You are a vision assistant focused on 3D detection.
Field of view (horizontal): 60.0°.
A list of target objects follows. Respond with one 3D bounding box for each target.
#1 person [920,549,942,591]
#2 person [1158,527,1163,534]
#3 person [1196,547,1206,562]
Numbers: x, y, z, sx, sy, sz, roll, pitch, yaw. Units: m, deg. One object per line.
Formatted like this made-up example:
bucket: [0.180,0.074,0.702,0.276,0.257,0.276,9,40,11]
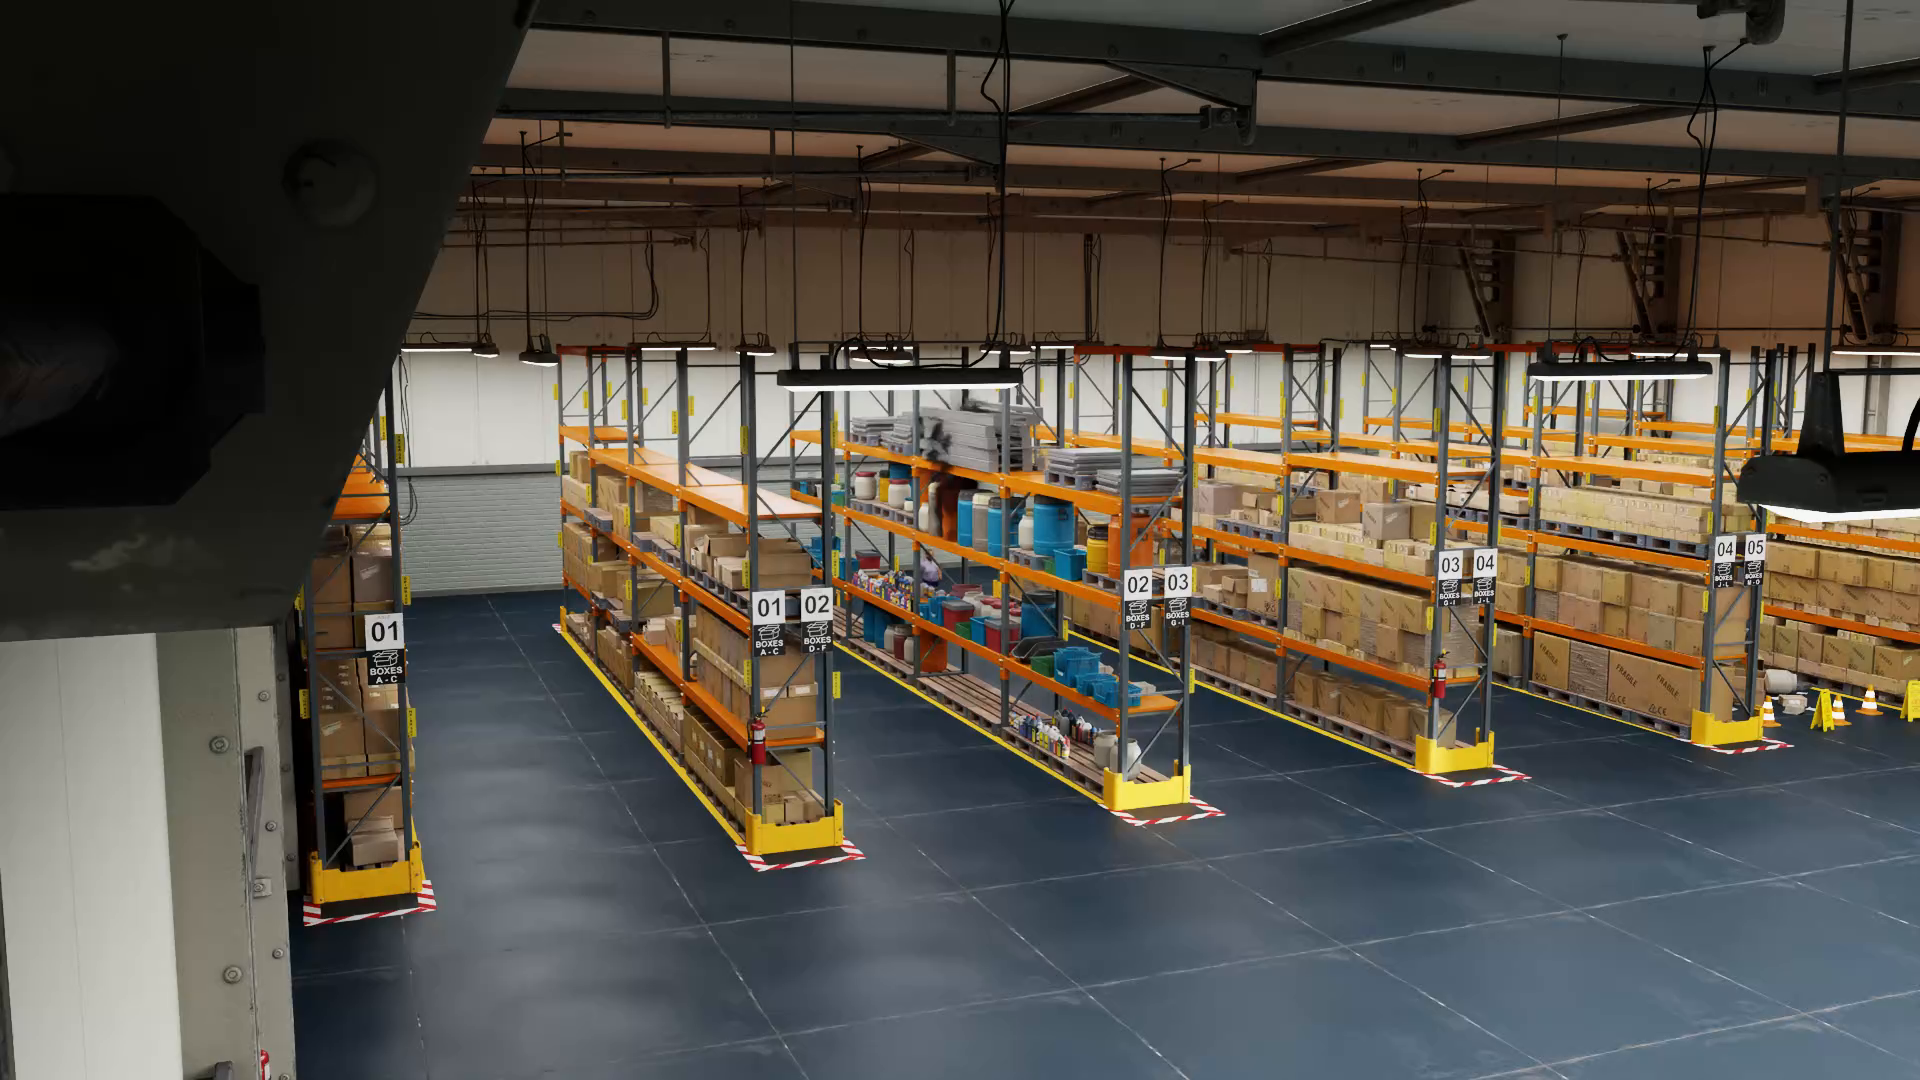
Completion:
person: [-0.666,1.005,35.756,0.609,1.590,0.711,-5,9,-33]
person: [4.677,0.520,39.084,0.703,1.749,0.796,-1,7,-5]
person: [6.170,0.153,41.753,0.838,1.751,0.662,3,8,25]
